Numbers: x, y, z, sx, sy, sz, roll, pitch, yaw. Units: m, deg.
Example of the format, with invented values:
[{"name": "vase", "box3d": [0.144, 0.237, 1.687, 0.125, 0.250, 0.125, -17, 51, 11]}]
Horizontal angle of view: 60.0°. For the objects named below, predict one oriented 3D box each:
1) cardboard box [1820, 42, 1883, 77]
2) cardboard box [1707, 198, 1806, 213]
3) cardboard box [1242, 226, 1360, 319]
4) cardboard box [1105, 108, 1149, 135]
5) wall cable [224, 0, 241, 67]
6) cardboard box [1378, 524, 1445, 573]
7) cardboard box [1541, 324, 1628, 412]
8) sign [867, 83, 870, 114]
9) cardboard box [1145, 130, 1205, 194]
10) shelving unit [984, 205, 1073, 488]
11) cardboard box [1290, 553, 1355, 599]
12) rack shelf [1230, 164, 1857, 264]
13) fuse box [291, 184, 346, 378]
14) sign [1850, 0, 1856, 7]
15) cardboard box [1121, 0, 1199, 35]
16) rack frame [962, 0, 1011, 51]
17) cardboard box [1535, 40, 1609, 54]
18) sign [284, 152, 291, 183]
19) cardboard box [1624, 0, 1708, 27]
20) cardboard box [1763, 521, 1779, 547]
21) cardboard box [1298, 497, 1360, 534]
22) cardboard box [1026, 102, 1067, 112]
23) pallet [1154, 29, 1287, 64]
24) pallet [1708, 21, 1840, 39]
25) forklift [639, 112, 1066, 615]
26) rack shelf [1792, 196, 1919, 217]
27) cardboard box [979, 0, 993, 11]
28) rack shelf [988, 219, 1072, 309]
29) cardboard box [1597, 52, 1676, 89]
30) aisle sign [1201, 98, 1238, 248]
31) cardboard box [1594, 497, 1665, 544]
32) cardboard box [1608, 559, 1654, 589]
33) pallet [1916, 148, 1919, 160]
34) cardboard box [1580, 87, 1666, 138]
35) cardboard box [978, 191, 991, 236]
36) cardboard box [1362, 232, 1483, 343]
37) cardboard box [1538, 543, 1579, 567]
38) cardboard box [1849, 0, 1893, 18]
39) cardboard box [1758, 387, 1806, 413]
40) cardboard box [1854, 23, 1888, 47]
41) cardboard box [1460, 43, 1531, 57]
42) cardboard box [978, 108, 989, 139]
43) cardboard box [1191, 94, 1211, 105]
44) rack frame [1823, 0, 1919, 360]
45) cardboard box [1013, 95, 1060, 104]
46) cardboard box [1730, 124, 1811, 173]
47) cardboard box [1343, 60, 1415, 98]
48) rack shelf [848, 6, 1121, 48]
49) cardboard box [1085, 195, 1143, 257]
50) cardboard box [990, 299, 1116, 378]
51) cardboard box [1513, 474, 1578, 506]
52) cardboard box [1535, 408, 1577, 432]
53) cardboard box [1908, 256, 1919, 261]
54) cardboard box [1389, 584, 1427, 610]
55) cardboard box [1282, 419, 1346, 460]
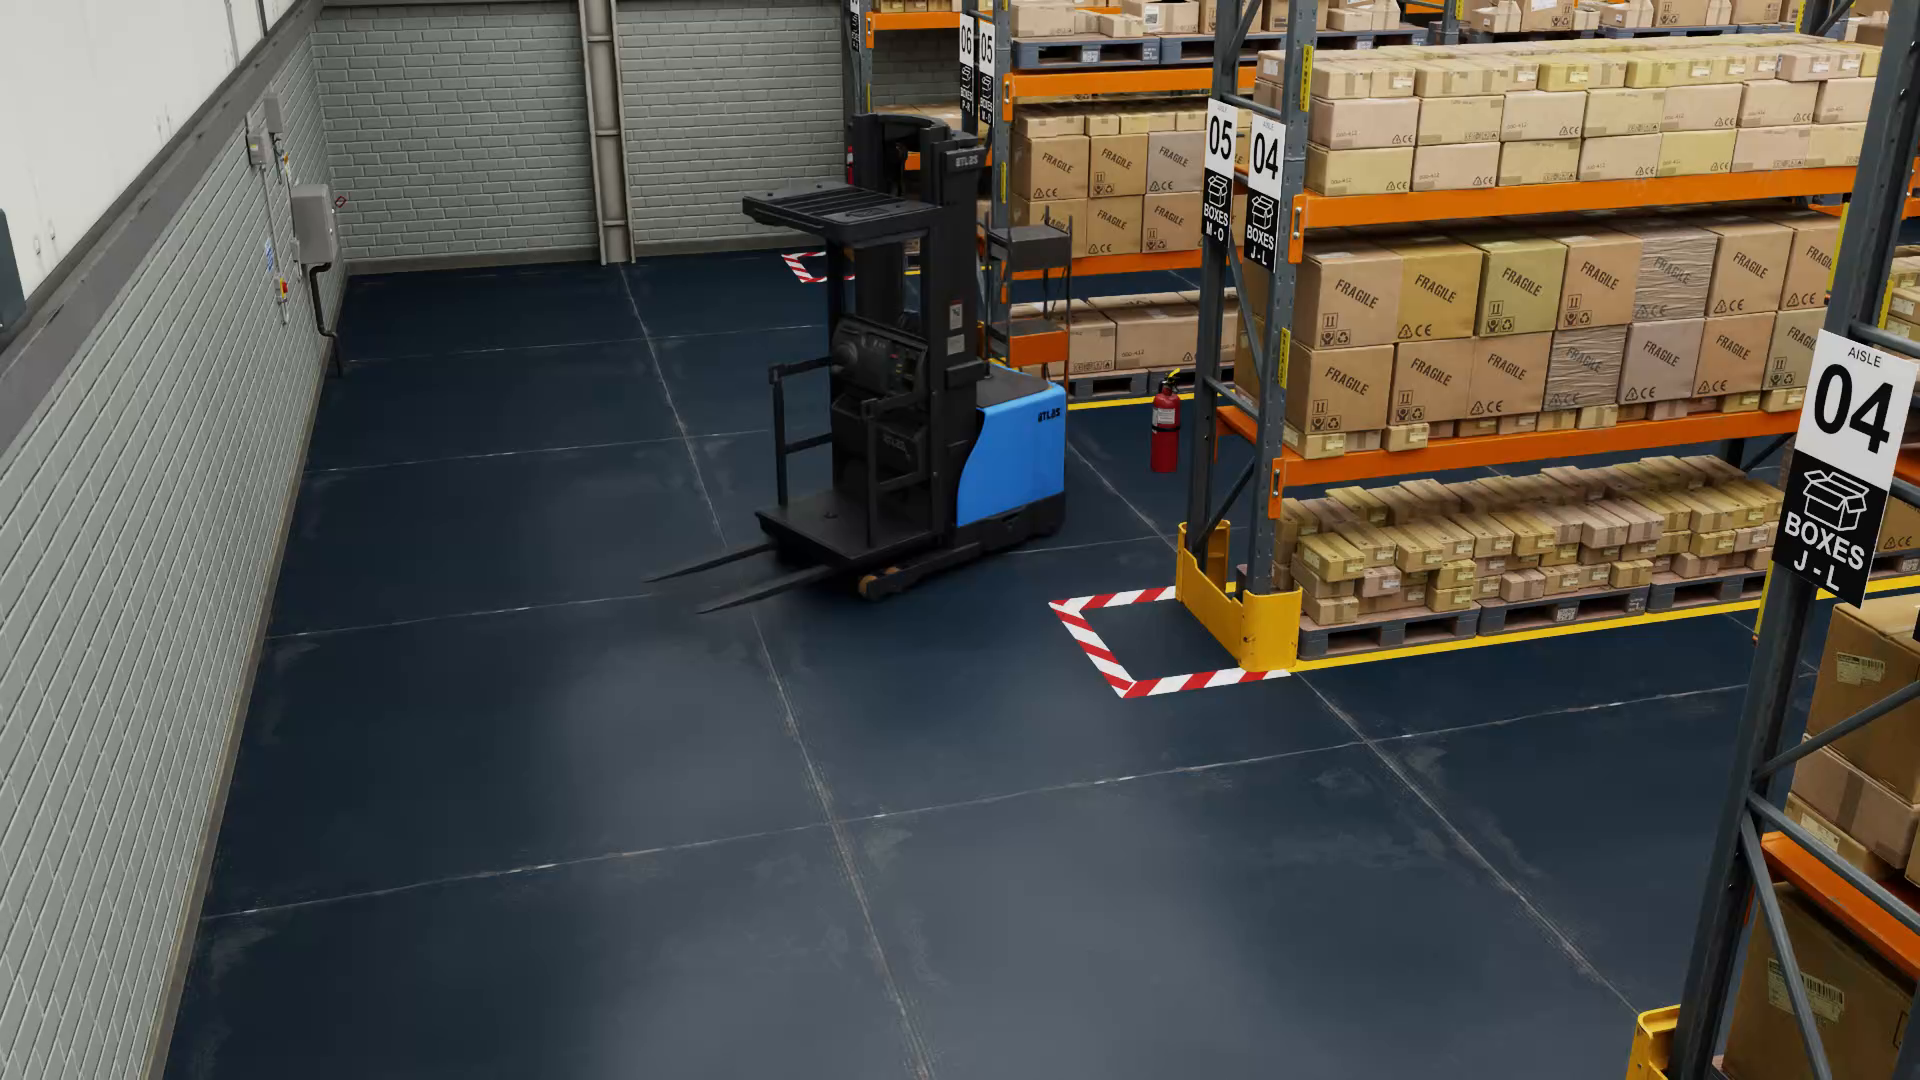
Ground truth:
[{"name": "cardboard box", "box3d": [5.266, -2.825, 9.777, 0.250, 0.149, 0.380, -7, 24, -17]}, {"name": "cardboard box", "box3d": [4.993, -1.927, 10.664, 0.500, 0.500, 0.500, -6, 24, -13]}, {"name": "cardboard box", "box3d": [2.015, -1.599, 9.901, 0.500, 0.500, 0.500, -7, 24, -15]}, {"name": "cardboard box", "box3d": [1.387, -3.493, 13.869, 0.250, 0.149, 0.380, -7, 24, -16]}, {"name": "wall cable", "box3d": [-5.193, -4.727, 11.354, 0.029, 3.000, 0.463, -6, 24, -14]}, {"name": "cardboard box", "box3d": [2.748, 0.050, 10.159, 0.250, 0.149, 0.380, -6, 24, -15]}, {"name": "cardboard box", "box3d": [3.621, -1.110, 10.029, 0.500, 0.500, 0.500, -7, 24, -16]}, {"name": "sign", "box3d": [-0.991, -4.759, 17.938, 0.005, 0.325, 0.100, -6, 24, -14]}, {"name": "cardboard box", "box3d": [1.735, -3.246, 14.117, 0.500, 0.500, 0.500, -6, 24, -15]}, {"name": "shelving unit", "box3d": [0.491, -1.366, 12.271, 0.503, 2.100, 0.431, -10, 25, -23]}, {"name": "cardboard box", "box3d": [2.215, 0.208, 10.167, 0.250, 0.149, 0.380, -5, 24, -12]}, {"name": "rack shelf", "box3d": [3.567, -2.075, 9.890, 4.000, 0.370, 1.077, -6, 24, -14]}, {"name": "fuse box", "box3d": [-5.643, -2.294, 14.926, 0.414, 1.711, 0.539, -6, 24, -14]}, {"name": "sign", "box3d": [8.052, -4.976, 14.982, 0.005, 0.325, 0.100, -6, 24, -14]}, {"name": "cardboard box", "box3d": [1.662, -4.399, 13.849, 0.500, 0.311, 0.500, -6, 24, -13]}, {"name": "rack frame", "box3d": [0.207, -5.440, 13.015, 0.127, 3.000, 1.000, -6, 24, -14]}, {"name": "cardboard box", "box3d": [3.620, -2.869, 9.879, 0.250, 0.149, 0.380, -7, 24, -16]}, {"name": "sign", "box3d": [-5.827, -3.223, 14.409, 0.001, 0.242, 0.339, -6, 24, -14]}, {"name": "cardboard box", "box3d": [6.291, -4.854, 14.796, 0.500, 0.500, 0.500, -6, 24, -14]}, {"name": "cardboard box", "box3d": [5.275, -0.105, 10.897, 0.250, 0.149, 0.380, -6, 24, -13]}, {"name": "cardboard box", "box3d": [2.340, -0.128, 10.572, 0.250, 0.149, 0.380, -6, 24, -13]}, {"name": "cardboard box", "box3d": [0.737, -3.637, 14.204, 0.250, 0.149, 0.380, -6, 24, -13]}, {"name": "pallet", "box3d": [2.095, -4.235, 14.123, 1.213, 0.211, 1.003, -6, 24, -14]}, {"name": "pallet", "box3d": [7.304, -4.738, 15.423, 1.003, 0.211, 1.213, -5, 24, -12]}, {"name": "forklift", "box3d": [-0.691, -1.183, 10.791, 3.031, 2.935, 1.130, -19, 30, -37]}, {"name": "rack shelf", "box3d": [9.835, -3.417, 16.822, 4.000, 0.370, 1.077, -6, 24, -14]}, {"name": "cardboard box", "box3d": [0.247, -5.852, 18.099, 0.250, 0.149, 0.380, -6, 24, -15]}, {"name": "rack shelf", "box3d": [0.491, -1.997, 12.000, 0.480, 0.518, 0.431, -10, 25, -23]}, {"name": "cardboard box", "box3d": [3.789, -2.643, 9.352, 0.250, 0.149, 0.380, -7, 24, -15]}, {"name": "aisle sign", "box3d": [1.490, -2.115, 9.578, 0.004, 0.787, 0.394, -6, 24, -14]}, {"name": "cardboard box", "box3d": [4.241, -0.126, 10.568, 0.250, 0.149, 0.380, -8, 24, -17]}, {"name": "cardboard box", "box3d": [4.211, 0.158, 10.660, 0.250, 0.149, 0.380, -6, 24, -14]}, {"name": "pallet", "box3d": [6.116, -2.558, 10.341, 1.003, 0.211, 1.213, -6, 24, -14]}, {"name": "cardboard box", "box3d": [3.613, -2.461, 9.434, 0.500, 0.250, 0.500, -7, 24, -16]}, {"name": "cardboard box", "box3d": [0.311, -3.716, 19.245, 0.500, 0.500, 0.700, -5, 24, -12]}, {"name": "cardboard box", "box3d": [2.630, -1.459, 9.575, 0.500, 0.500, 0.500, -6, 24, -13]}, {"name": "cardboard box", "box3d": [3.725, 0.021, 10.604, 0.250, 0.149, 0.380, -5, 24, -12]}, {"name": "cardboard box", "box3d": [8.825, -5.056, 15.799, 0.500, 0.500, 0.700, -6, 24, -14]}, {"name": "cardboard box", "box3d": [5.063, -0.937, 10.447, 0.250, 0.149, 0.380, -7, 24, -16]}, {"name": "cardboard box", "box3d": [5.887, -2.856, 10.139, 0.500, 0.500, 0.700, -6, 24, -14]}, {"name": "cardboard box", "box3d": [3.124, -2.808, 9.736, 0.250, 0.149, 0.380, -6, 24, -13]}, {"name": "cardboard box", "box3d": [0.345, -4.690, 18.688, 0.500, 0.250, 0.500, -7, 24, -15]}, {"name": "cardboard box", "box3d": [2.213, -3.822, 14.636, 0.250, 0.149, 0.380, -6, 24, -14]}, {"name": "rack frame", "box3d": [2.884, -1.677, 4.246, 0.127, 3.000, 1.000, -6, 24, -14]}, {"name": "cardboard box", "box3d": [0.817, -5.085, 18.659, 0.500, 0.500, 0.500, -6, 24, -13]}, {"name": "cardboard box", "box3d": [4.609, -2.346, 9.800, 0.500, 0.250, 0.500, -6, 24, -15]}, {"name": "cardboard box", "box3d": [2.265, -2.505, 9.030, 0.250, 0.149, 0.380, -5, 24, -12]}, {"name": "rack shelf", "box3d": [0.788, -5.828, 18.636, 4.000, 0.370, 1.077, -6, 24, -14]}, {"name": "cardboard box", "box3d": [1.226, -2.735, 14.193, 0.500, 0.500, 0.500, -7, 24, -15]}, {"name": "cardboard box", "box3d": [0.816, -1.806, 14.873, 0.875, 0.438, 0.875, -7, 24, -16]}, {"name": "cardboard box", "box3d": [3.842, -0.293, 10.957, 0.250, 0.149, 0.380, -7, 24, -17]}, {"name": "cardboard box", "box3d": [3.530, -0.794, 10.115, 0.250, 0.149, 0.380, -5, 24, -12]}, {"name": "cardboard box", "box3d": [6.587, -1.792, 11.153, 0.250, 0.149, 0.380, -6, 24, -15]}, {"name": "cardboard box", "box3d": [2.700, 0.281, 10.374, 0.250, 0.149, 0.380, -6, 24, -14]}, {"name": "cardboard box", "box3d": [2.042, -0.609, 9.683, 0.250, 0.149, 0.380, -7, 24, -15]}]
